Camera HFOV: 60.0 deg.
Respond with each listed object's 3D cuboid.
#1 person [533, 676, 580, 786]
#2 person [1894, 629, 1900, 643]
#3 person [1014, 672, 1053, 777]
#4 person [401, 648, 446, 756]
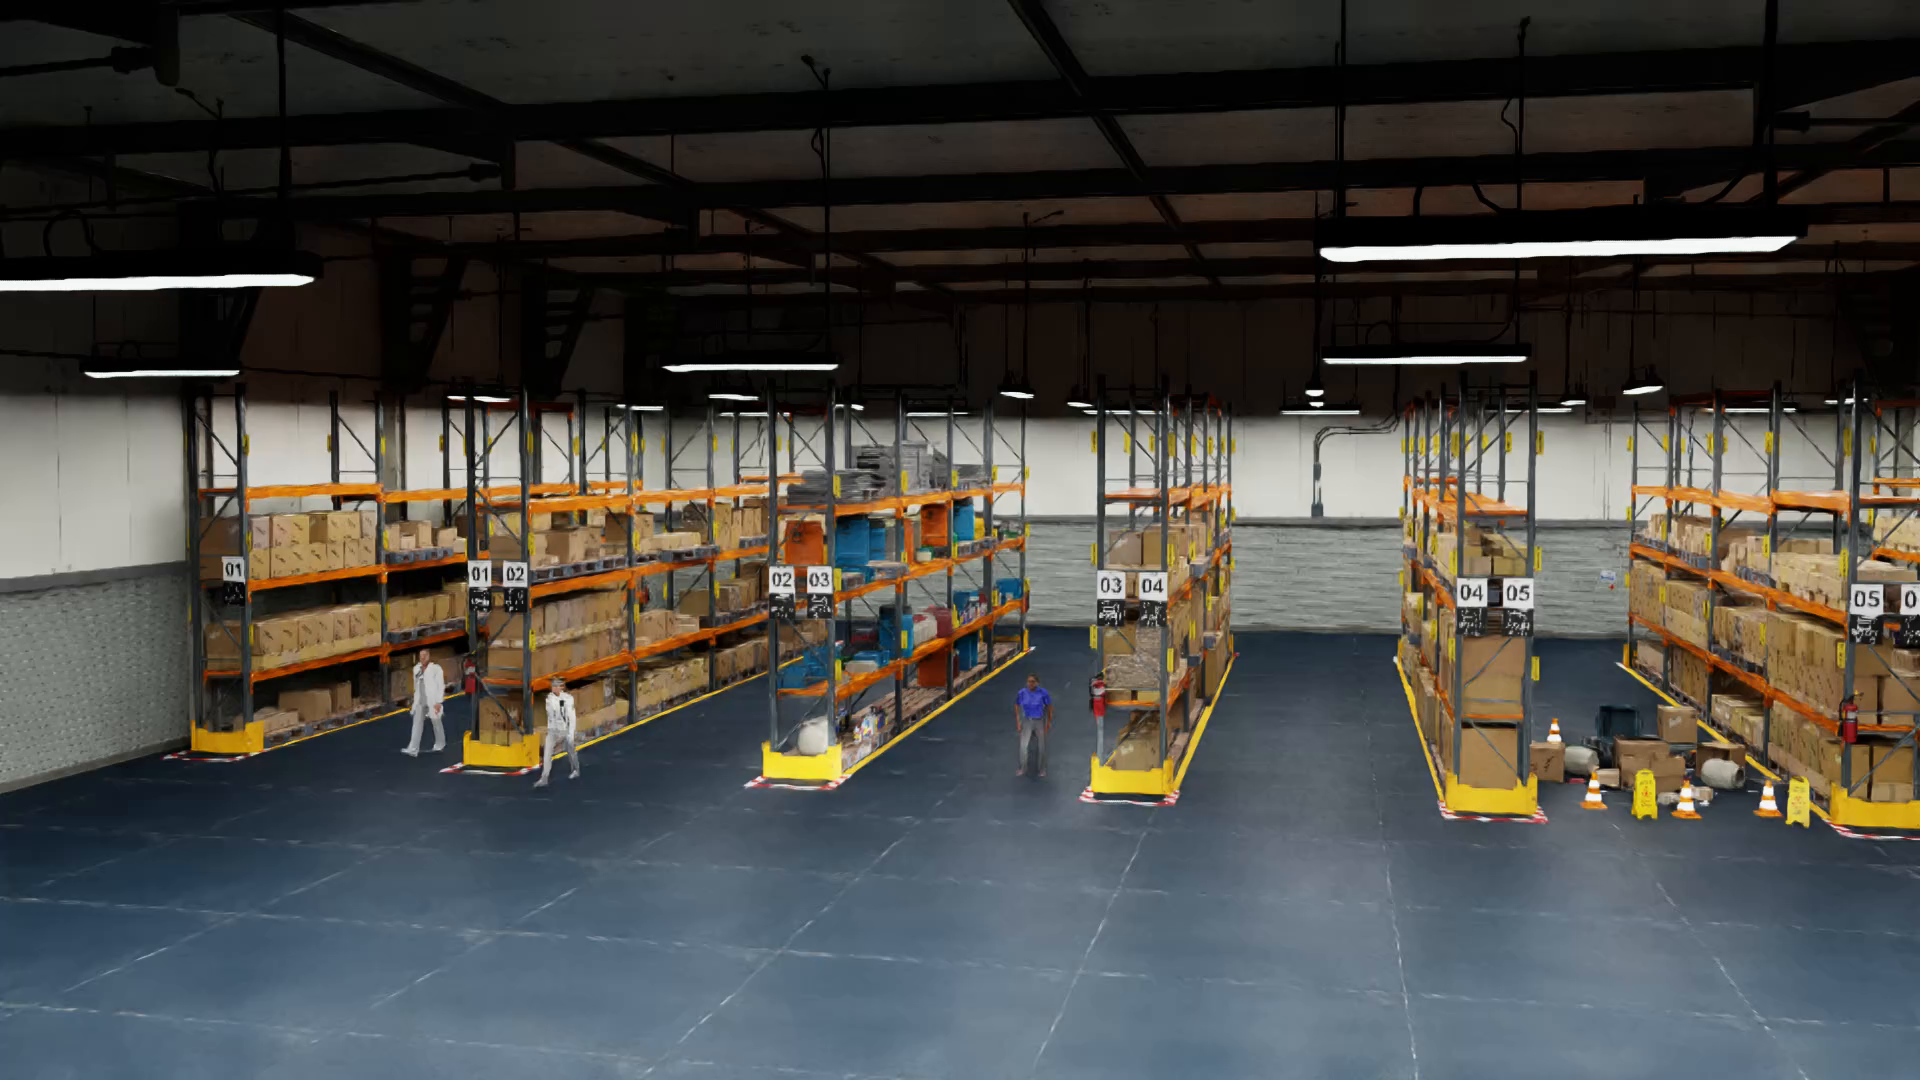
[{"bbox_3d":[-5.897,2.781,24.502,0.489,1.588,1.066,1,3,11],"label":"person"},{"bbox_3d":[21.488,2.051,37.650,0.498,1.620,0.709,-1,3,-18],"label":"person"},{"bbox_3d":[1.106,2.774,25.075,0.592,1.604,0.498,1,3,10],"label":"person"},{"bbox_3d":[-8.580,2.593,26.744,0.603,1.710,1.137,0,3,6],"label":"person"}]
